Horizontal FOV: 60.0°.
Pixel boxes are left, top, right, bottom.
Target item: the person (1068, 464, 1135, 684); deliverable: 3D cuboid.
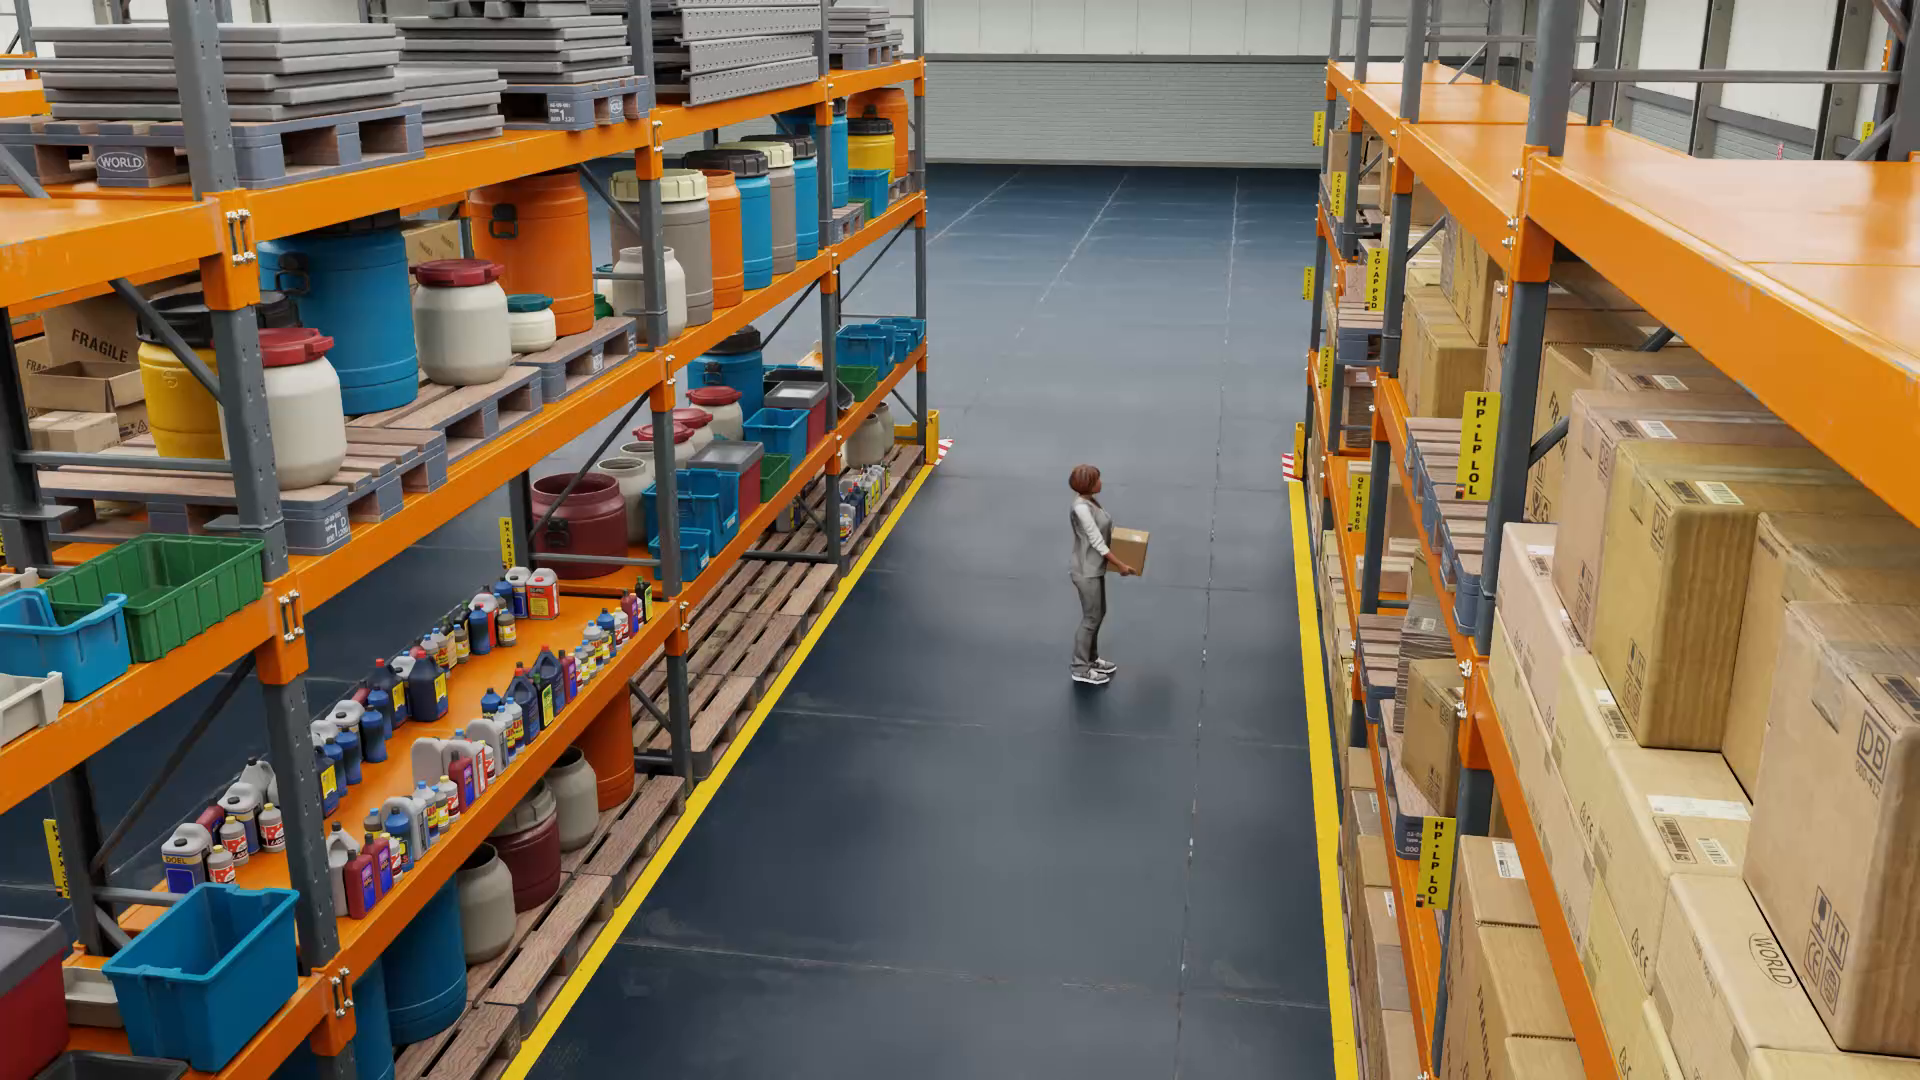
[{"bbox_3d":[1.013,0.242,11.869,0.499,1.576,0.404,3,18,10],"label":"person"}]
